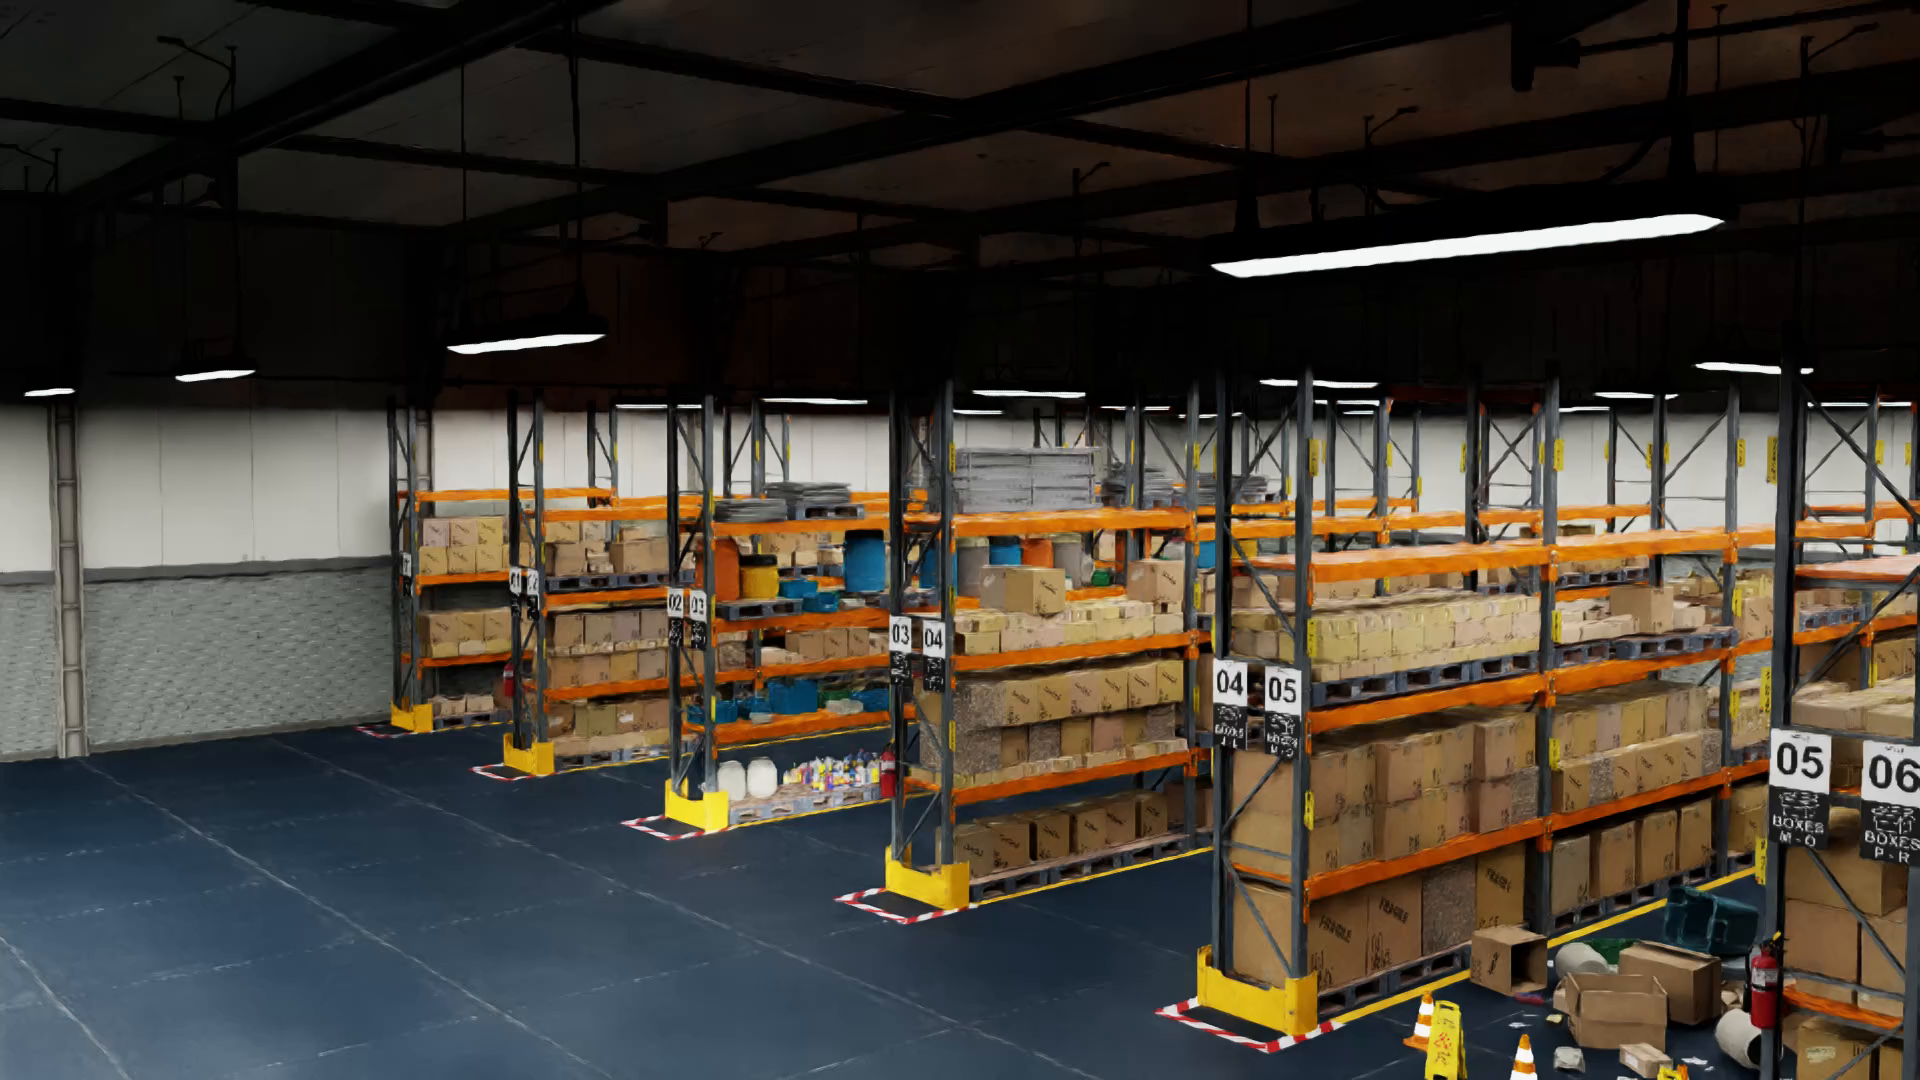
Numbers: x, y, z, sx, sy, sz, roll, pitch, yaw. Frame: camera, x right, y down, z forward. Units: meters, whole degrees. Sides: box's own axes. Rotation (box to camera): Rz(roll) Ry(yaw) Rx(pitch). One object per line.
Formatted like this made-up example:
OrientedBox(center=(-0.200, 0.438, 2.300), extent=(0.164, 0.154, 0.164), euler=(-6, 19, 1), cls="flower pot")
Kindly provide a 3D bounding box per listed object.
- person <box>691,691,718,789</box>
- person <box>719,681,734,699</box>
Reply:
OrientedBox(center=(-3.722, 2.972, 24.465), extent=(0.519, 1.541, 0.566), euler=(-3, 5, -42), cls="person")
OrientedBox(center=(-4.656, 2.390, 32.684), extent=(0.735, 1.712, 0.905), euler=(2, 4, 33), cls="person")
